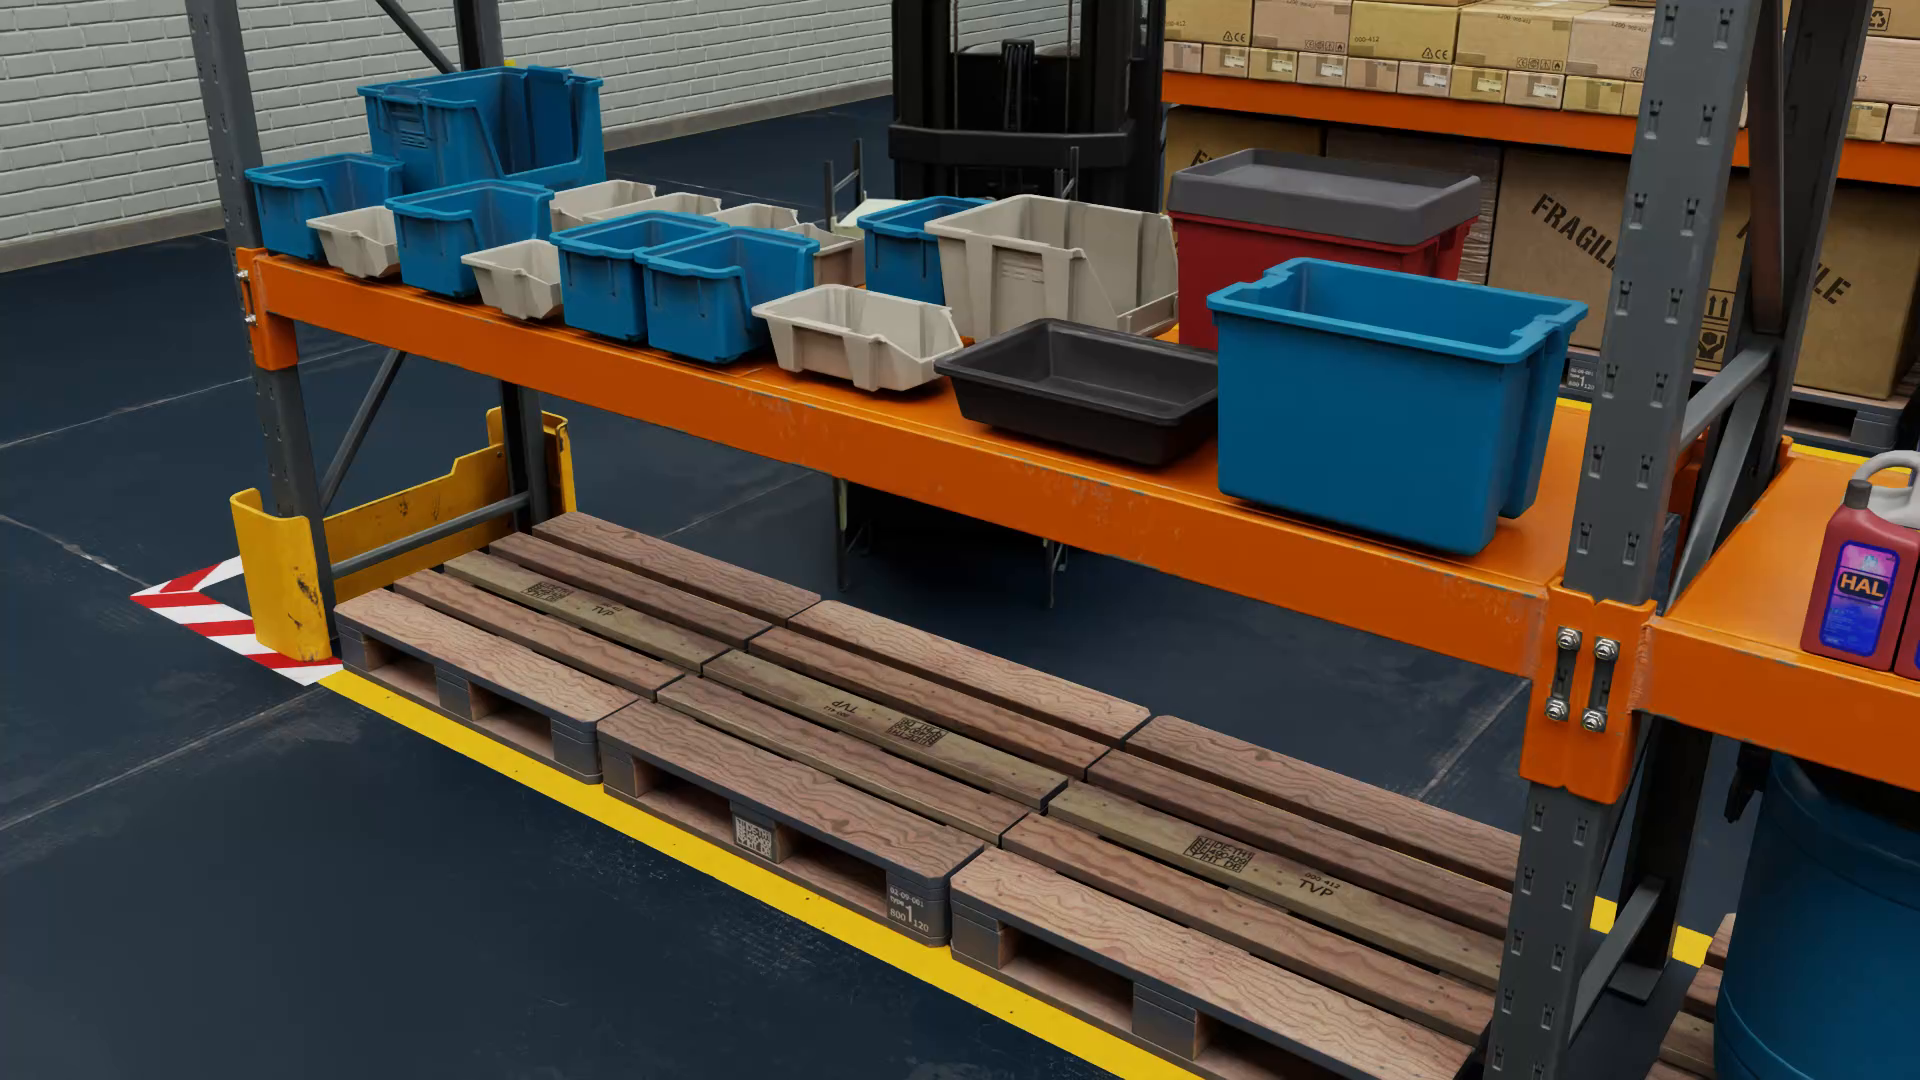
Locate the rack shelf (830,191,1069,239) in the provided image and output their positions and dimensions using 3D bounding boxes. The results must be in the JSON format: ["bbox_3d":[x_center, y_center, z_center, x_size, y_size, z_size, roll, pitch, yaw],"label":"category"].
[{"bbox_3d":[-0.020,-0.910,5.487,0.720,0.370,0.431,5,24,10],"label":"rack shelf"}]

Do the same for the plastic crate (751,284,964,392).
[{"bbox_3d":[-0.218,-0.458,3.823,0.466,0.136,0.293,17,29,33],"label":"plastic crate"}]

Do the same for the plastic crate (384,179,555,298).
[{"bbox_3d":[-1.318,-0.820,4.525,0.300,0.233,0.416,17,29,33],"label":"plastic crate"}]

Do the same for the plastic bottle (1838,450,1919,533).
[{"bbox_3d":[1.475,-0.005,2.603,0.185,0.351,0.144,17,29,33],"label":"plastic bottle"}]

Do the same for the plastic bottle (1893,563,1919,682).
[{"bbox_3d":[1.500,0.084,2.483,0.133,0.283,0.061,17,29,33],"label":"plastic bottle"}]

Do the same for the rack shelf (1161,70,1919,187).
[{"bbox_3d":[2.726,-1.980,7.916,4.000,0.370,1.077,17,29,33],"label":"rack shelf"}]

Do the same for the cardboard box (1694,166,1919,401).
[{"bbox_3d":[3.846,-1.231,7.438,0.875,0.875,0.875,17,29,33],"label":"cardboard box"}]

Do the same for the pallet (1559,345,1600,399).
[{"bbox_3d":[2.784,-1.053,8.379,1.213,0.211,1.003,17,29,33],"label":"pallet"}]

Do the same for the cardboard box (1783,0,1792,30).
[{"bbox_3d":[3.399,-2.384,6.827,0.500,0.500,0.500,17,29,34],"label":"cardboard box"}]

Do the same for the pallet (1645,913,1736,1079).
[{"bbox_3d":[1.948,1.249,3.154,1.213,0.211,1.003,17,29,33],"label":"pallet"}]

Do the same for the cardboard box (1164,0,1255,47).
[{"bbox_3d":[1.347,-2.657,8.377,0.500,0.250,0.500,16,28,32],"label":"cardboard box"}]

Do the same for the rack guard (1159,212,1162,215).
[{"bbox_3d":[1.106,-1.655,9.385,0.348,0.500,1.175,17,29,33],"label":"rack guard"}]

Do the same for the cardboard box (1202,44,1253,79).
[{"bbox_3d":[1.418,-2.424,8.343,0.250,0.149,0.380,16,29,33],"label":"cardboard box"}]

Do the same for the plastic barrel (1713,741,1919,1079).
[{"bbox_3d":[1.781,0.678,3.073,0.708,0.901,0.600,17,29,33],"label":"plastic barrel"}]

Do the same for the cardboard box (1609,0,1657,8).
[{"bbox_3d":[3.288,-2.680,7.500,0.500,0.500,0.500,16,28,32],"label":"cardboard box"}]

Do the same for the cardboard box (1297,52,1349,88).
[{"bbox_3d":[1.832,-2.299,8.060,0.250,0.149,0.380,16,29,33],"label":"cardboard box"}]

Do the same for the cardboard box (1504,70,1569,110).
[{"bbox_3d":[2.654,-2.051,7.497,0.250,0.149,0.380,17,29,34],"label":"cardboard box"}]

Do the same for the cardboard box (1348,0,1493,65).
[{"bbox_3d":[2.167,-2.411,7.819,0.500,0.250,0.500,16,28,32],"label":"cardboard box"}]

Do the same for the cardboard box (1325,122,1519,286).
[{"bbox_3d":[2.414,-1.664,8.420,0.875,0.875,0.875,17,29,33],"label":"cardboard box"}]

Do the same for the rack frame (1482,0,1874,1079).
[{"bbox_3d":[1.355,-0.227,3.046,0.127,3.000,1.000,17,29,33],"label":"rack frame"}]

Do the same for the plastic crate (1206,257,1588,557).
[{"bbox_3d":[0.777,-0.250,3.044,0.575,0.384,0.392,17,29,33],"label":"plastic crate"}]

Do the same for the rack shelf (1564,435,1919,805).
[{"bbox_3d":[2.956,0.585,2.093,4.000,0.370,1.077,17,29,33],"label":"rack shelf"}]

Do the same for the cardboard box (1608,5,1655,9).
[{"bbox_3d":[3.294,-2.336,7.650,0.500,0.250,0.500,18,29,35],"label":"cardboard box"}]

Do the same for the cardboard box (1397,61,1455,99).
[{"bbox_3d":[2.242,-2.175,7.779,0.250,0.149,0.380,16,29,33],"label":"cardboard box"}]

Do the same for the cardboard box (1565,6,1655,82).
[{"bbox_3d":[2.991,-2.163,7.256,0.500,0.250,0.500,18,29,34],"label":"cardboard box"}]

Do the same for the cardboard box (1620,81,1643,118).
[{"bbox_3d":[3.062,-1.927,7.216,0.250,0.149,0.380,17,29,34],"label":"cardboard box"}]

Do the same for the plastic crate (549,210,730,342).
[{"bbox_3d":[-0.792,-0.661,4.164,0.300,0.233,0.416,17,29,33],"label":"plastic crate"}]

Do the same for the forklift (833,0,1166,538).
[{"bbox_3d":[0.317,-1.905,6.938,1.130,2.935,3.031,5,24,10],"label":"forklift"}]

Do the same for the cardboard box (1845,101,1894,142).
[{"bbox_3d":[3.679,-1.741,6.792,0.250,0.149,0.380,17,29,34],"label":"cardboard box"}]

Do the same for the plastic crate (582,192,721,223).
[{"bbox_3d":[-0.861,-0.888,4.798,0.243,0.136,0.396,17,29,33],"label":"plastic crate"}]

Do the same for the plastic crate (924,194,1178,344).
[{"bbox_3d":[0.244,-0.629,4.031,0.530,0.282,0.437,17,29,33],"label":"plastic crate"}]

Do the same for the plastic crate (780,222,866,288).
[{"bbox_3d":[-0.375,-0.763,4.514,0.250,0.136,0.298,17,29,33],"label":"plastic crate"}]

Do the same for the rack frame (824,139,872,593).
[{"bbox_3d":[-0.379,-0.582,5.710,0.023,1.500,0.400,5,24,10],"label":"rack frame"}]

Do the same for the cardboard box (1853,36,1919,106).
[{"bbox_3d":[3.815,-1.915,6.693,0.500,0.250,0.500,16,29,32],"label":"cardboard box"}]

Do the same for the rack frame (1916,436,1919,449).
[{"bbox_3d":[4.326,-1.826,6.673,0.127,3.000,1.000,17,29,33],"label":"rack frame"}]

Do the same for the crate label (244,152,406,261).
[{"bbox_3d":[-1.845,-0.980,4.887,0.303,0.233,0.416,17,29,33],"label":"crate label"}]

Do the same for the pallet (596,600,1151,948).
[{"bbox_3d":[-0.237,0.588,4.653,1.213,0.211,1.003,17,29,33],"label":"pallet"}]

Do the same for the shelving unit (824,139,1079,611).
[{"bbox_3d":[-0.020,-0.553,5.645,0.755,1.500,0.431,5,24,10],"label":"shelving unit"}]
